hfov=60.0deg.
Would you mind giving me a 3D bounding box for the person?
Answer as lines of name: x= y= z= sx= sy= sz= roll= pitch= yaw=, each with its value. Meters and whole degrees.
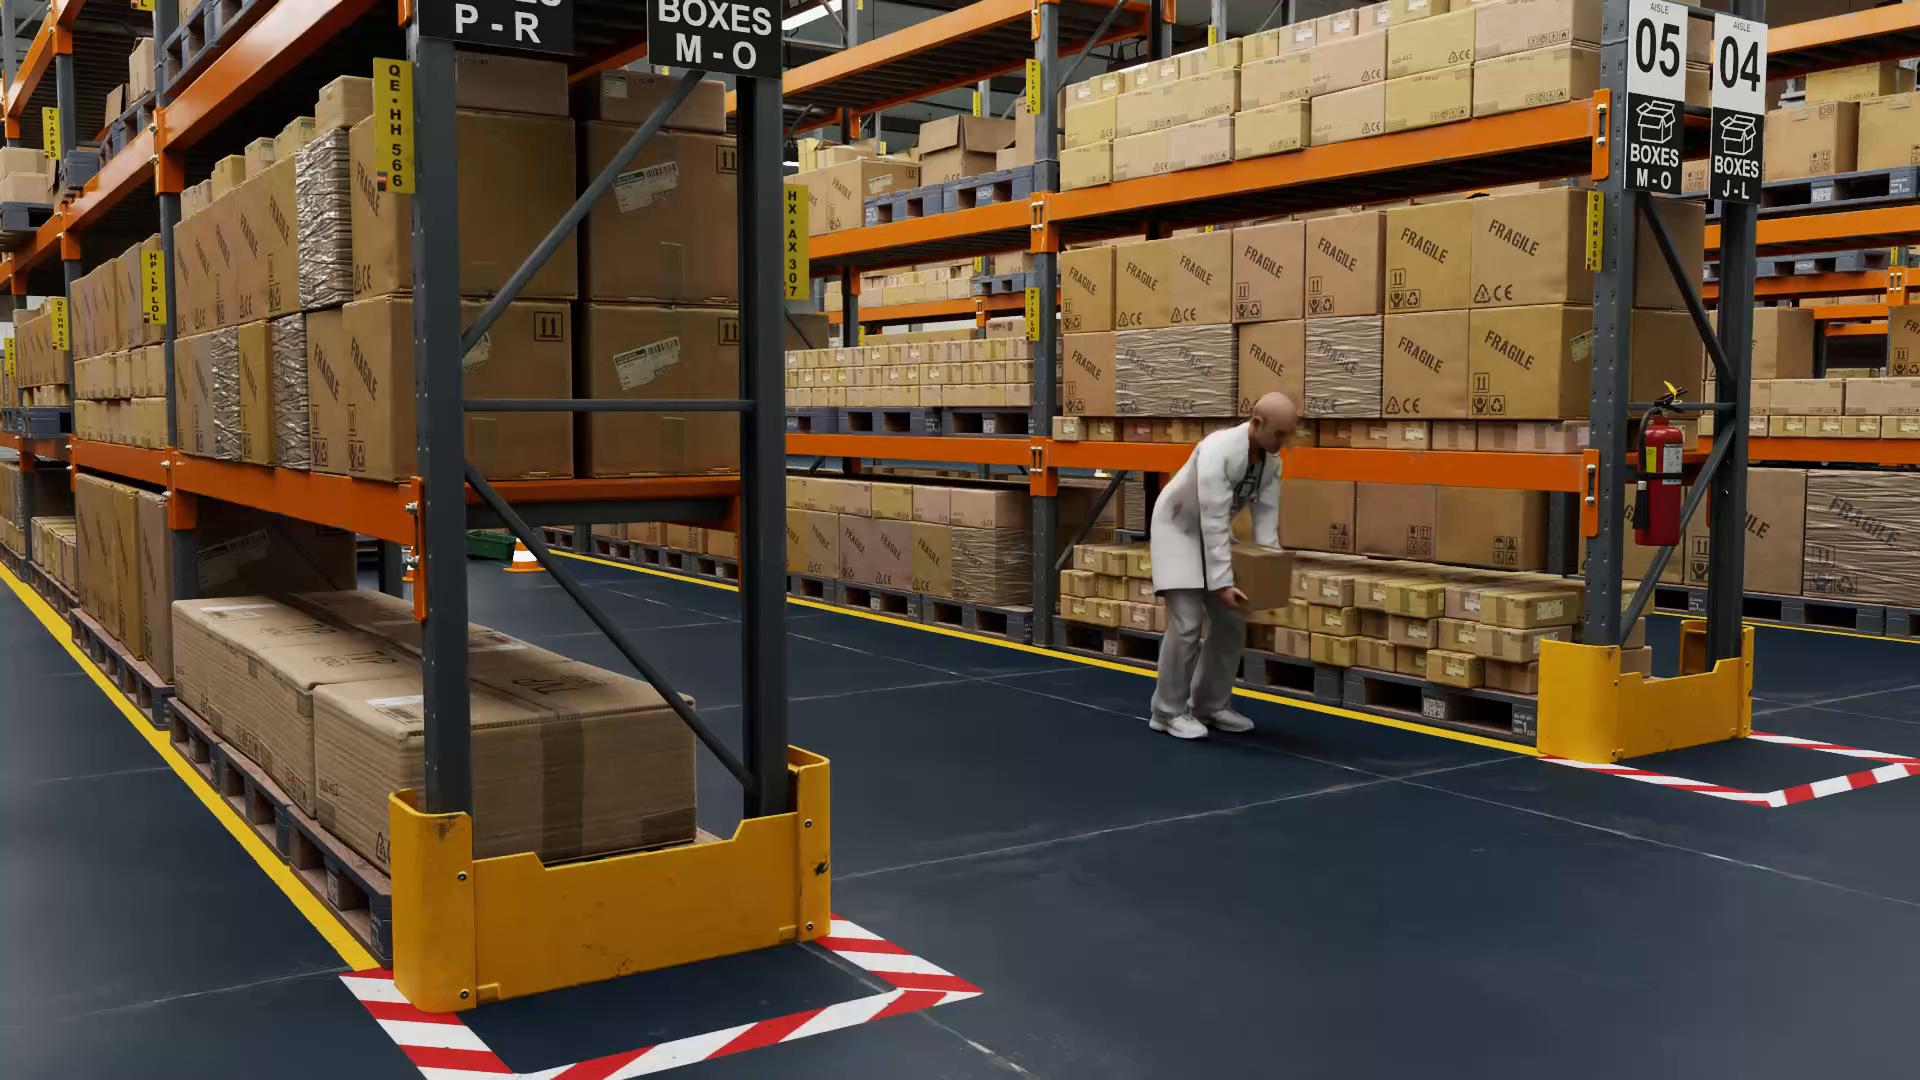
person: x=1.204 y=0.124 z=7.563 sx=0.547 sy=1.568 sz=0.760 roll=-3 pitch=6 yaw=-37
